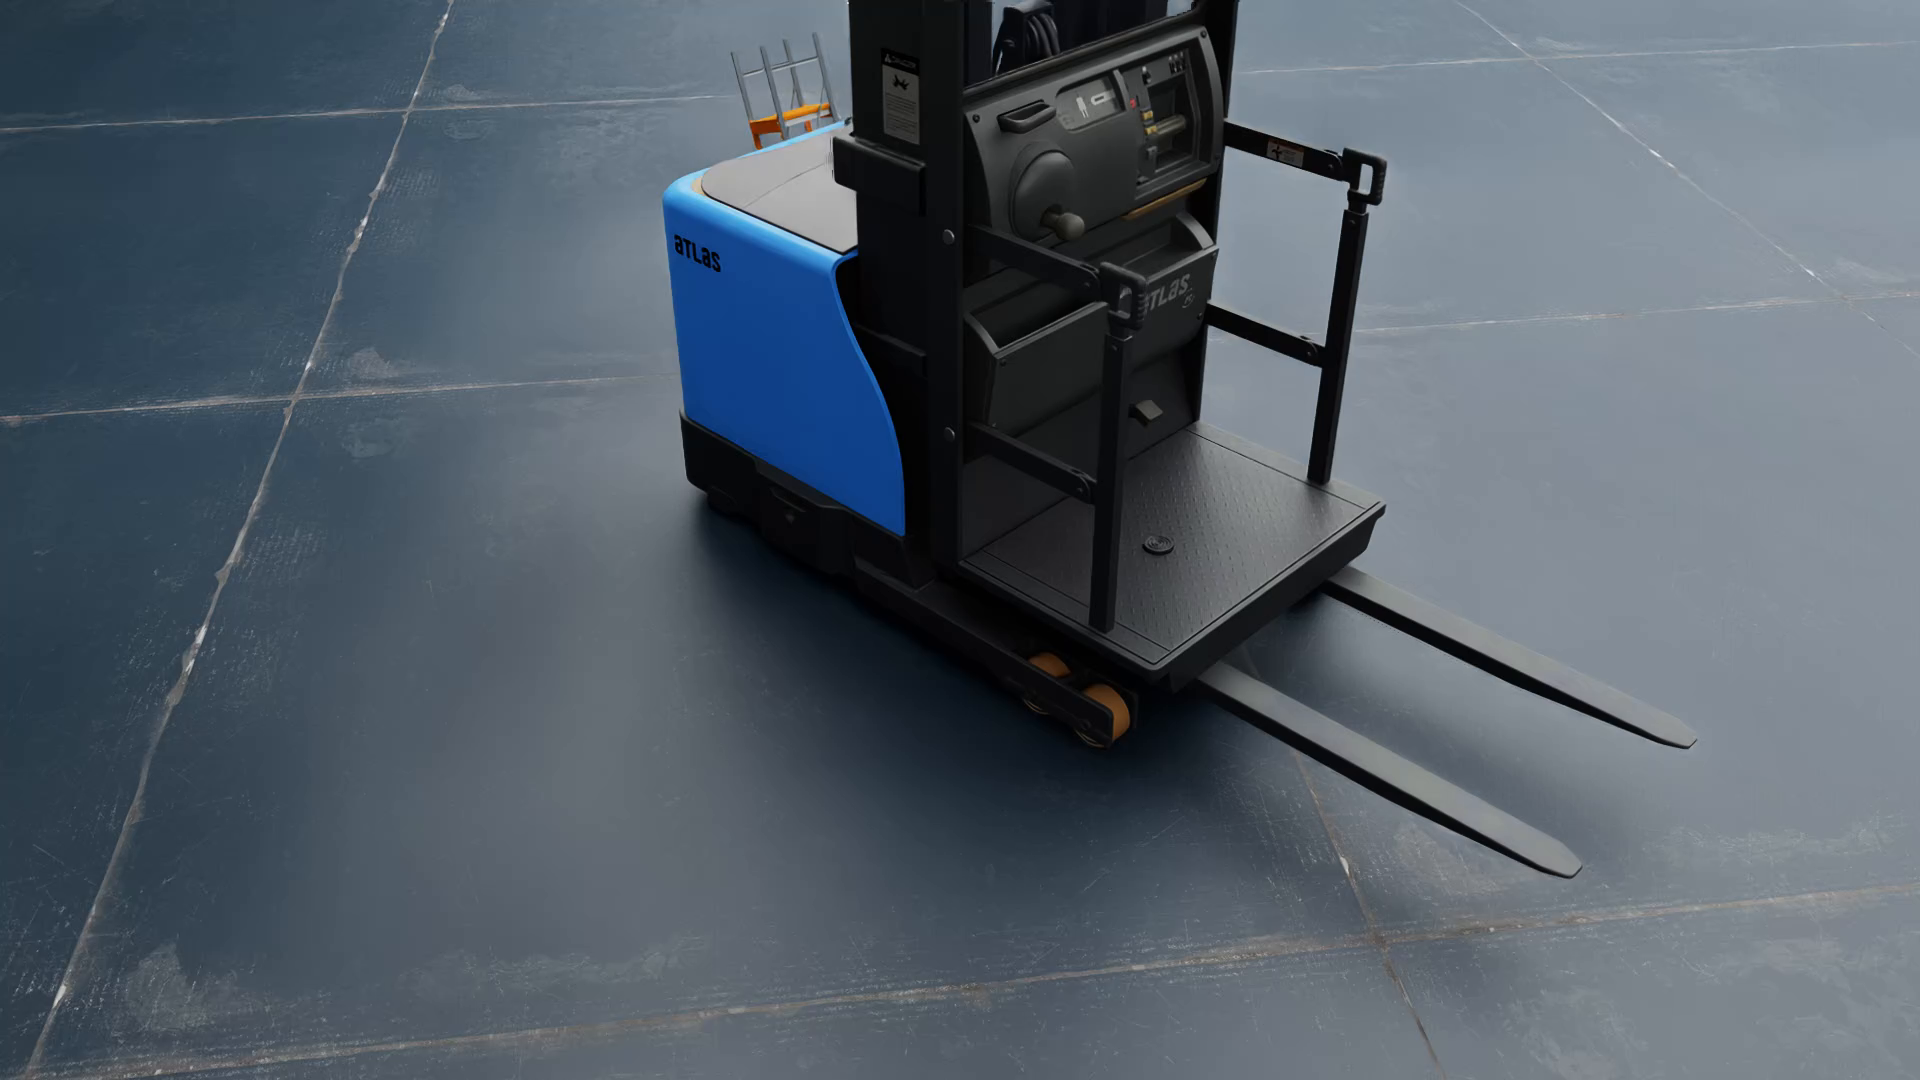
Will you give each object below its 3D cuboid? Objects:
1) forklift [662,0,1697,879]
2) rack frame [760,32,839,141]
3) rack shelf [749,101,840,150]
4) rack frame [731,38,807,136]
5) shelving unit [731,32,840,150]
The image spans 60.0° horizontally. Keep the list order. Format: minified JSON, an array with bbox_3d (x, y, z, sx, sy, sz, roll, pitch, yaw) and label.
[{"bbox_3d":[0.515,-0.993,4.104,3.031,2.935,1.130,28,43,35],"label":"forklift"},{"bbox_3d":[-0.444,-1.139,5.806,0.240,1.200,0.006,-27,23,-33],"label":"rack frame"},{"bbox_3d":[-0.572,-1.440,5.774,0.258,0.103,0.180,-27,23,-33],"label":"rack shelf"},{"bbox_3d":[-0.559,-1.161,5.947,0.240,1.200,0.006,-27,23,-33],"label":"rack frame"},{"bbox_3d":[-0.502,-1.150,5.876,0.258,1.200,0.189,-27,23,-33],"label":"shelving unit"}]
